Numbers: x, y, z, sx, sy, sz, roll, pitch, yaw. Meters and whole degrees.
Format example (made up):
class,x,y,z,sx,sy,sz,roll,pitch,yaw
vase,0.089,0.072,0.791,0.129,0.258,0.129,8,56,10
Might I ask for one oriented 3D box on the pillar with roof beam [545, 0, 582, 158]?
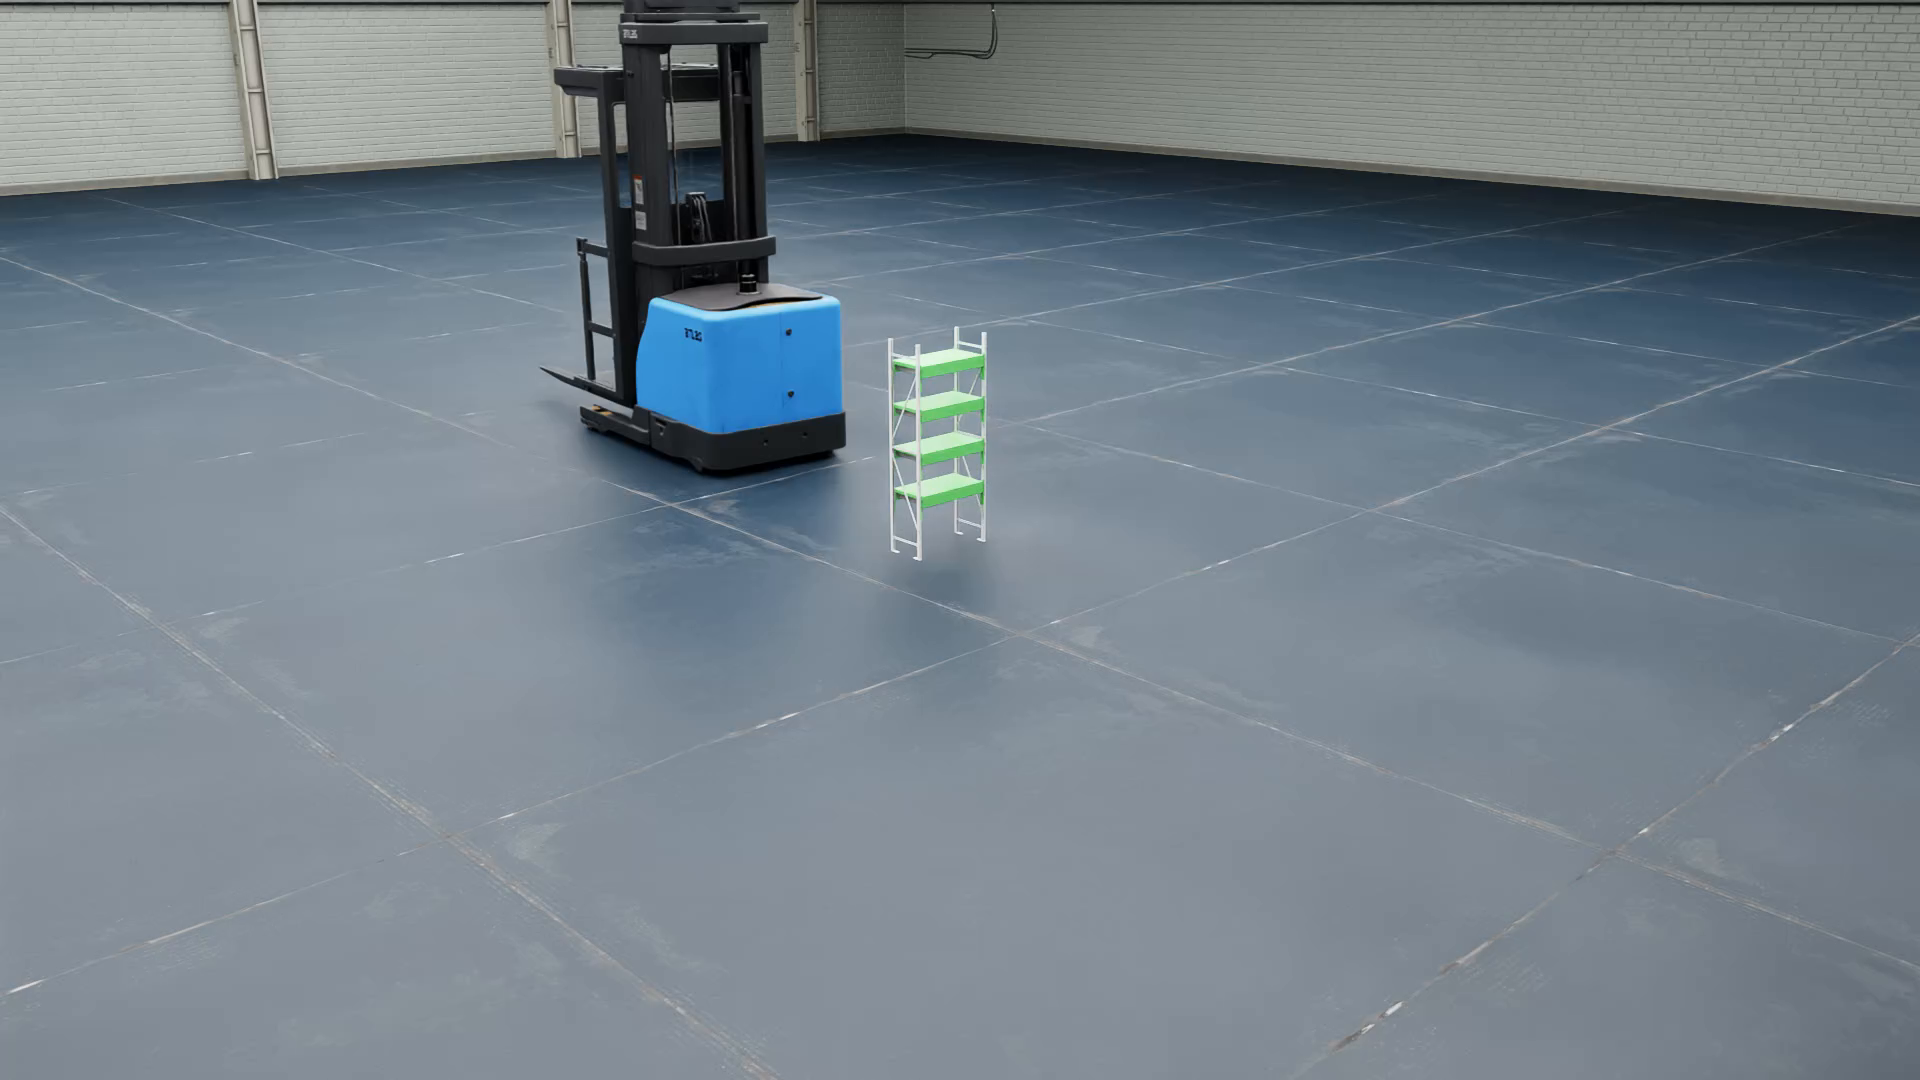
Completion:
class,x,y,z,sx,sy,sz,roll,pitch,yaw
pillar with roof beam,-4.738,-10.849,28.355,0.400,9.000,9.100,-16,24,-41

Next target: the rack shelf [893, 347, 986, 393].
class,x,y,z,sx,sy,sz,roll,pitch,yaw
rack shelf,-0.120,-0.931,9.063,0.480,0.148,0.258,-16,24,-41

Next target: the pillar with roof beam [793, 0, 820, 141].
class,x,y,z,sx,sy,sz,roll,pitch,yaw
pillar with roof beam,-0.378,-12.120,32.277,0.400,9.000,9.100,-16,24,-41

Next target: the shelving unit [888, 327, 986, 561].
class,x,y,z,sx,sy,sz,roll,pitch,yaw
shelving unit,-0.120,-0.536,9.191,0.503,1.200,0.258,-16,24,-41

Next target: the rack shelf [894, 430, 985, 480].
class,x,y,z,sx,sy,sz,roll,pitch,yaw
rack shelf,-0.120,-0.475,9.211,0.480,0.148,0.258,-16,24,-41

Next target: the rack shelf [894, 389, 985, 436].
class,x,y,z,sx,sy,sz,roll,pitch,yaw
rack shelf,-0.120,-0.703,9.137,0.480,0.148,0.258,-16,24,-41

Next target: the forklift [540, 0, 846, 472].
class,x,y,z,sx,sy,sz,roll,pitch,yaw
forklift,-2.070,-2.225,11.595,1.130,2.935,3.031,-14,22,-36

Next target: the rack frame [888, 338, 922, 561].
class,x,y,z,sx,sy,sz,roll,pitch,yaw
rack frame,-0.298,-0.484,9.032,0.015,1.200,0.240,-16,24,-41

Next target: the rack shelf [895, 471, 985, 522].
class,x,y,z,sx,sy,sz,roll,pitch,yaw
rack shelf,-0.120,-0.247,9.285,0.480,0.148,0.258,-16,24,-41

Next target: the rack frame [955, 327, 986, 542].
class,x,y,z,sx,sy,sz,roll,pitch,yaw
rack frame,0.057,-0.587,9.351,0.015,1.200,0.240,-16,24,-41

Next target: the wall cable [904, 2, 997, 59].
class,x,y,z,sx,sy,sz,roll,pitch,yaw
wall cable,-0.287,-11.936,36.742,0.112,2.526,3.097,-16,24,-41

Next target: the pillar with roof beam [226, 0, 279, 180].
class,x,y,z,sx,sy,sz,roll,pitch,yaw
pillar with roof beam,-9.098,-9.578,24.434,0.400,9.000,9.100,-16,24,-41
